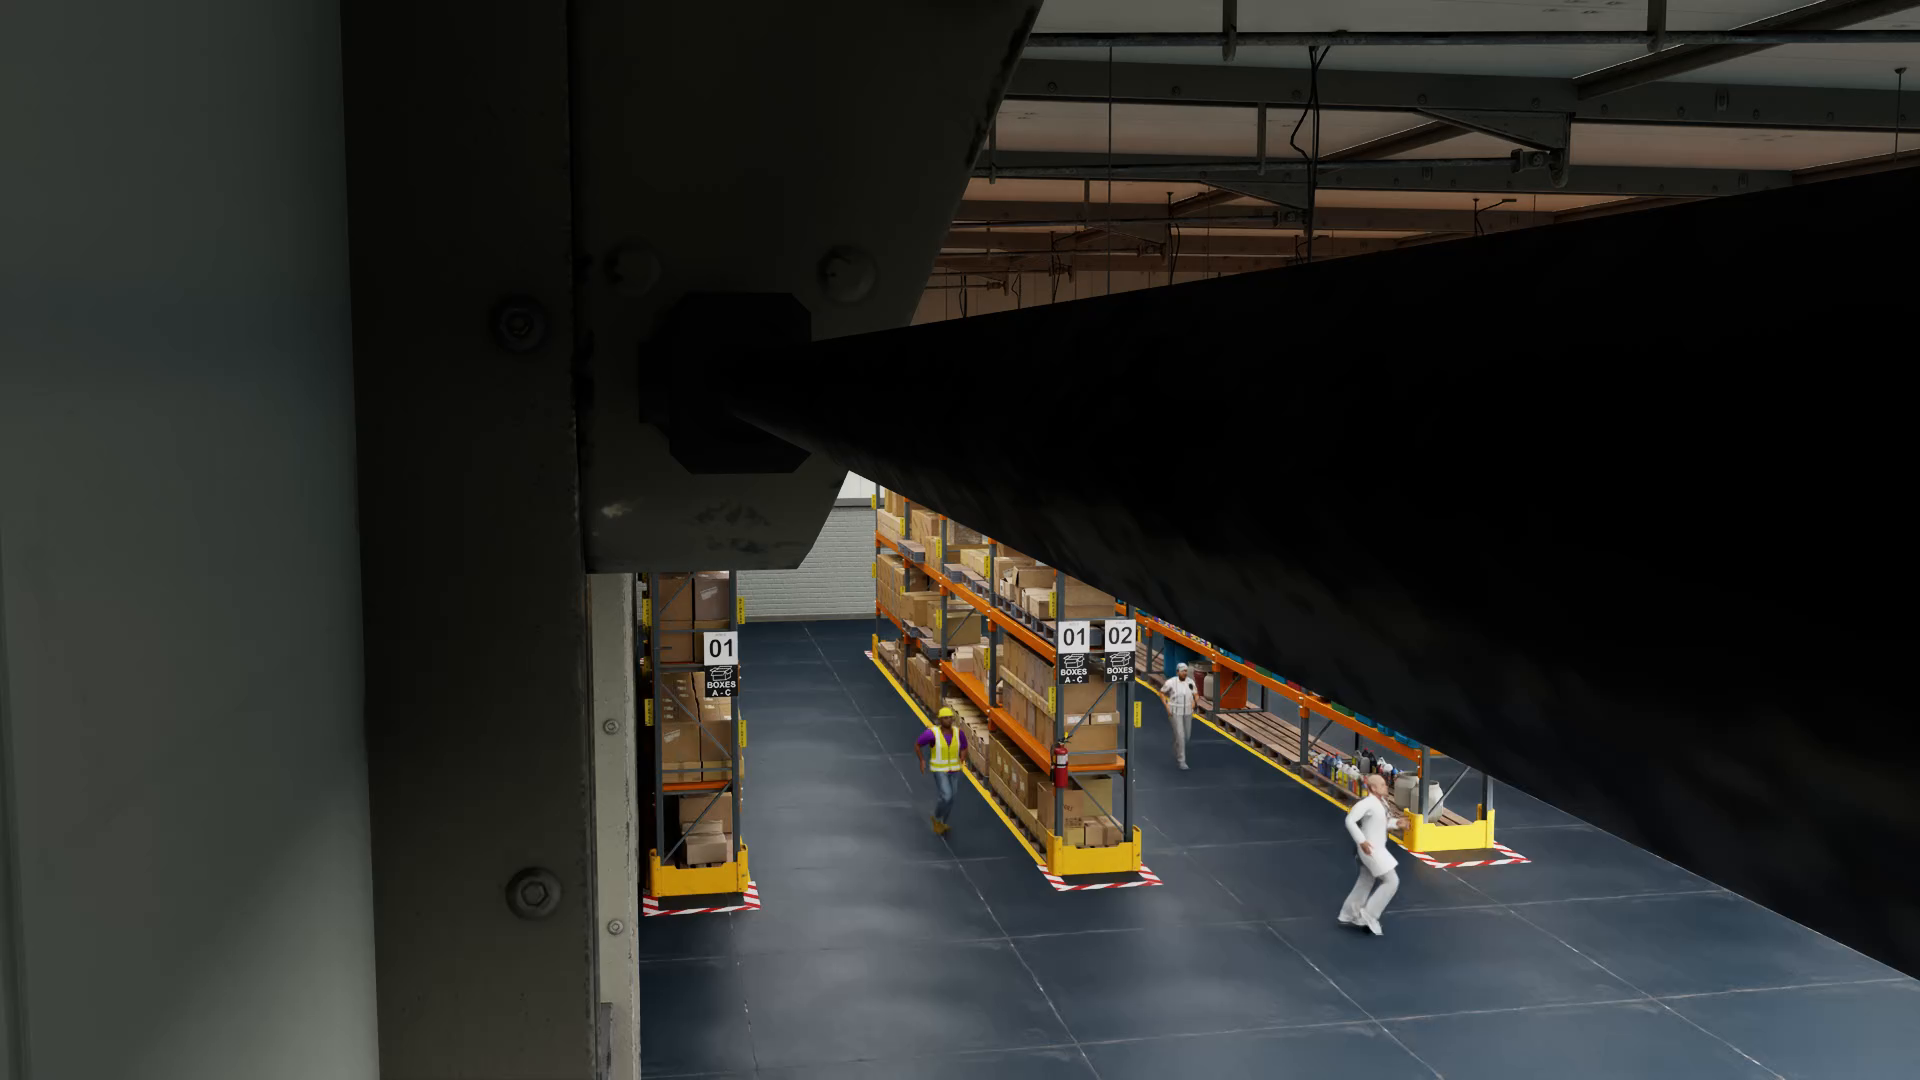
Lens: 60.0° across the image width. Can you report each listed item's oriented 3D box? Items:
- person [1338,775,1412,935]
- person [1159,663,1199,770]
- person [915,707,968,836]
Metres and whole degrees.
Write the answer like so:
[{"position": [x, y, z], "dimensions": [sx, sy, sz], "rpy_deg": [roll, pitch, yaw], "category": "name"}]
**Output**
[{"position": [4.689, 3.541, 18.779], "dimensions": [0.783, 1.818, 0.670], "rpy_deg": [2, 6, 20], "category": "person"}, {"position": [3.515, 2.778, 26.590], "dimensions": [0.627, 1.658, 0.808], "rpy_deg": [-2, 6, -15], "category": "person"}, {"position": [-0.189, 3.139, 22.558], "dimensions": [0.679, 1.743, 0.678], "rpy_deg": [-3, 7, -26], "category": "person"}]
